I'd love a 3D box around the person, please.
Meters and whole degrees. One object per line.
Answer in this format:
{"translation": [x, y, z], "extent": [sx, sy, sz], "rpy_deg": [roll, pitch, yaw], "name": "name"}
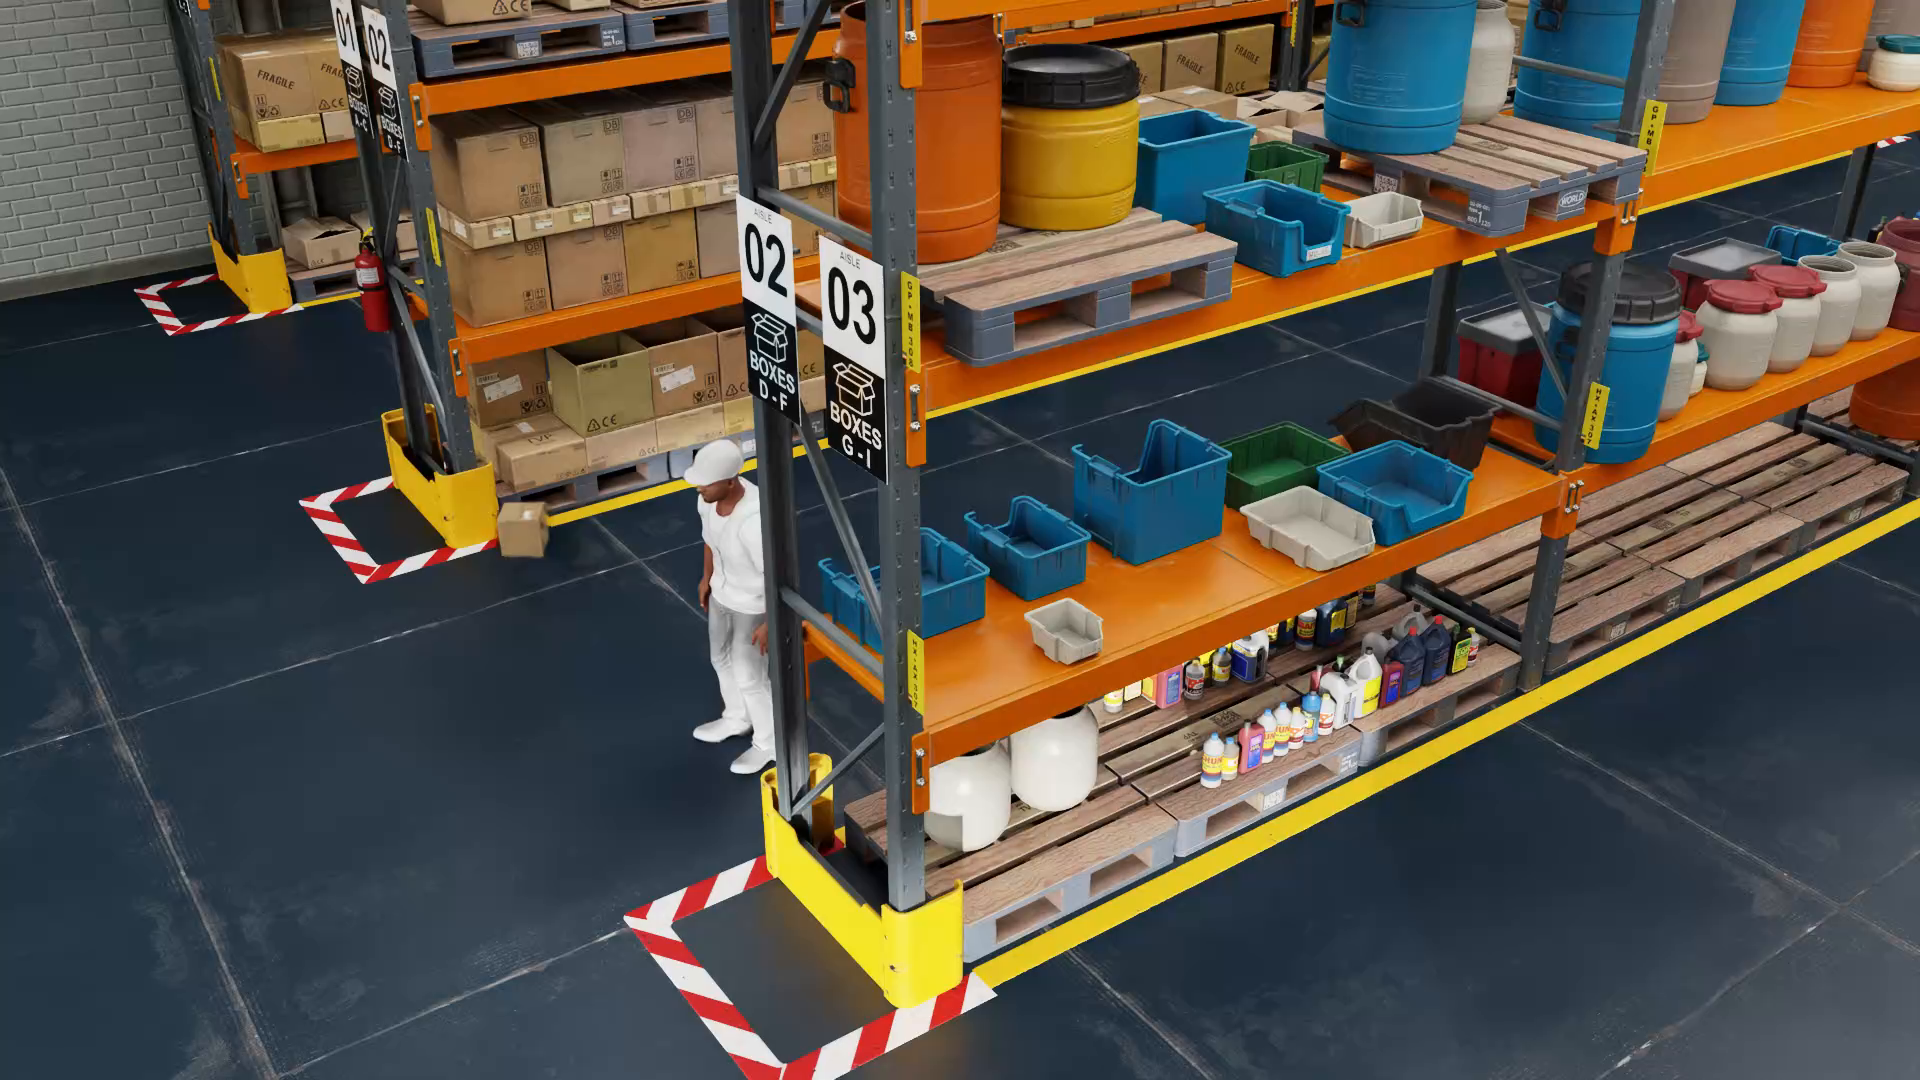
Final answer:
{"translation": [-1.076, 0.297, 8.058], "extent": [0.463, 1.759, 0.625], "rpy_deg": [-20, 34, -33], "name": "person"}
